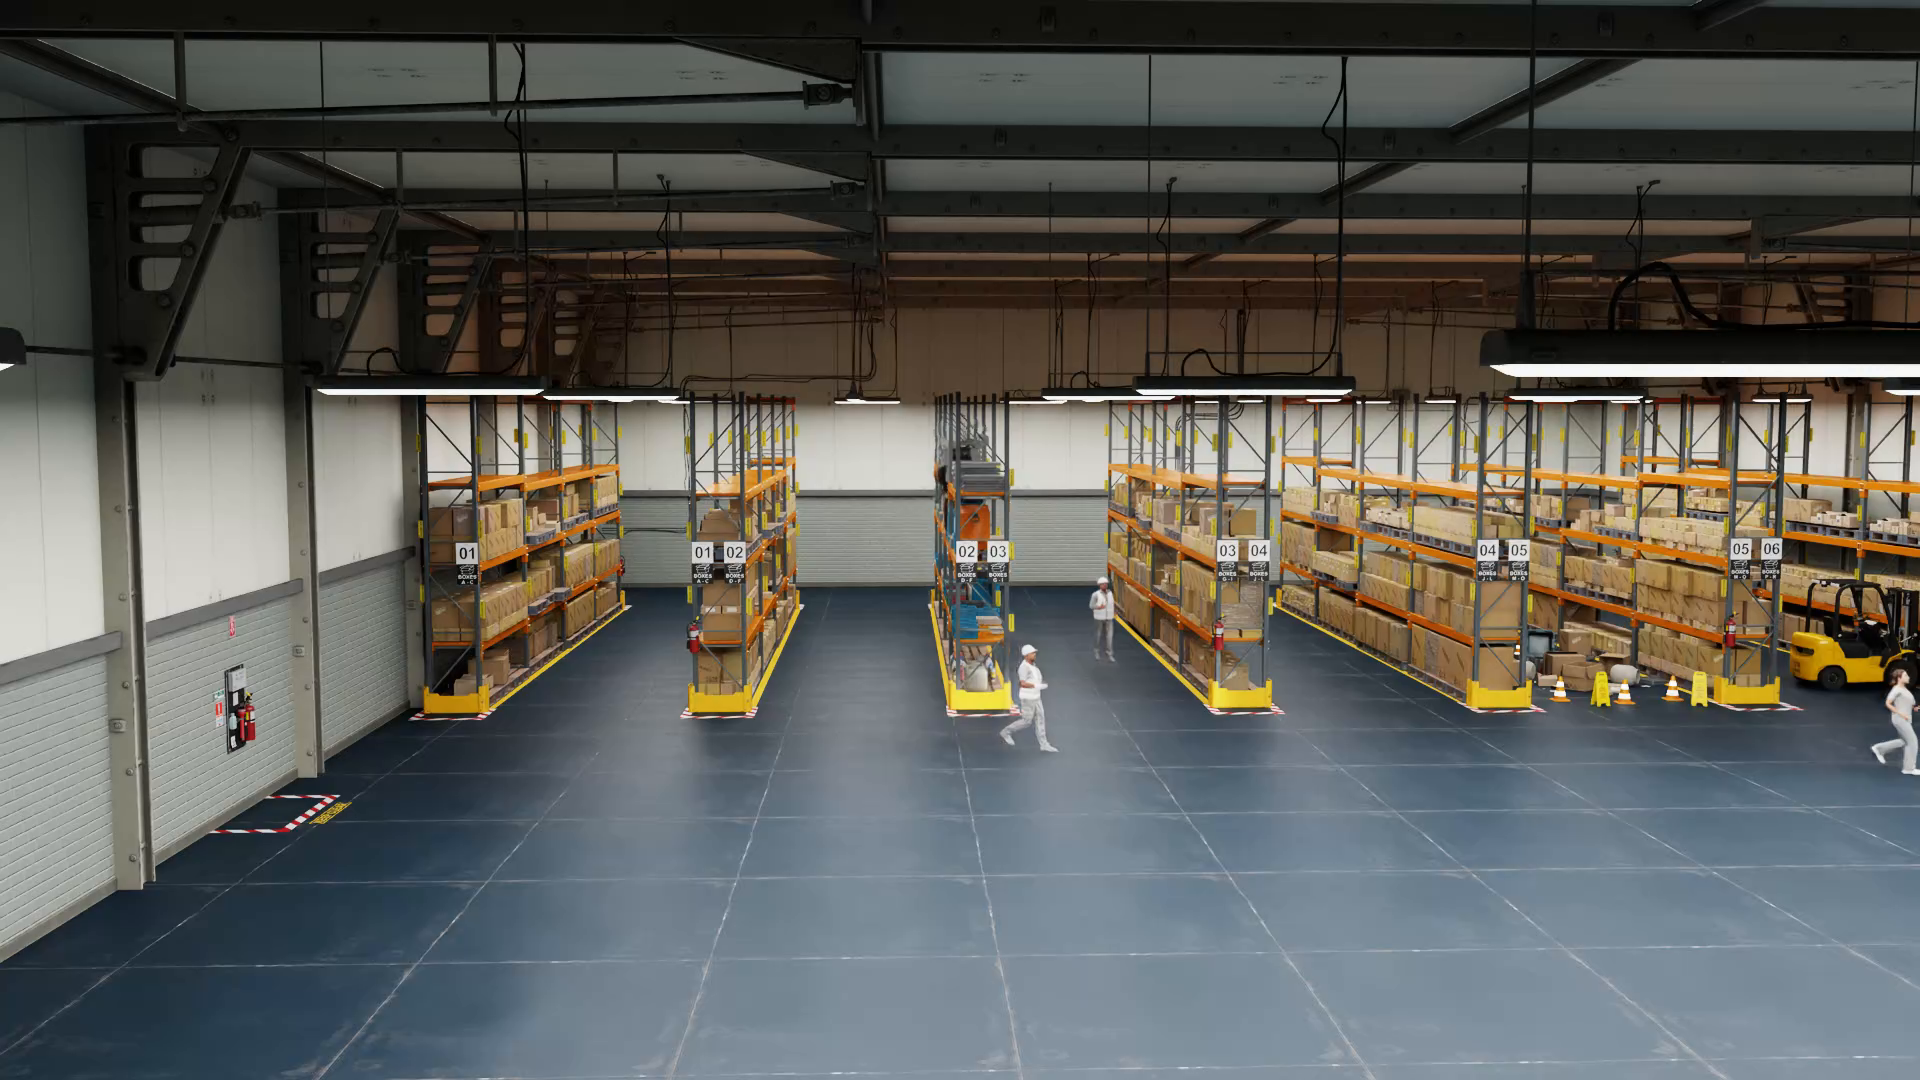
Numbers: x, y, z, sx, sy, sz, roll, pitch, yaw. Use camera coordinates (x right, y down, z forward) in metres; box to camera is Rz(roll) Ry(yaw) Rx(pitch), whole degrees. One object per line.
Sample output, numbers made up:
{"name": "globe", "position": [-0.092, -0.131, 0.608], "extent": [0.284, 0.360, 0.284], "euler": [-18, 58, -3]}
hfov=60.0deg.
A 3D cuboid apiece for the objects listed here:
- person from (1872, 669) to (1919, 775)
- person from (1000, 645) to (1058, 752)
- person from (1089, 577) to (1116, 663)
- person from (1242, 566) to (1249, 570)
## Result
{"name": "person", "position": [14.675, 2.833, 25.996], "extent": [0.779, 1.612, 0.573], "euler": [5, 6, 44]}
{"name": "person", "position": [1.147, 2.615, 27.483], "extent": [0.980, 1.774, 0.682], "euler": [2, 5, 19]}
{"name": "person", "position": [3.059, 1.699, 35.388], "extent": [0.657, 1.817, 0.882], "euler": [-1, 5, -16]}
{"name": "person", "position": [8.014, 1.074, 48.196], "extent": [0.771, 1.566, 0.726], "euler": [2, 5, 28]}
